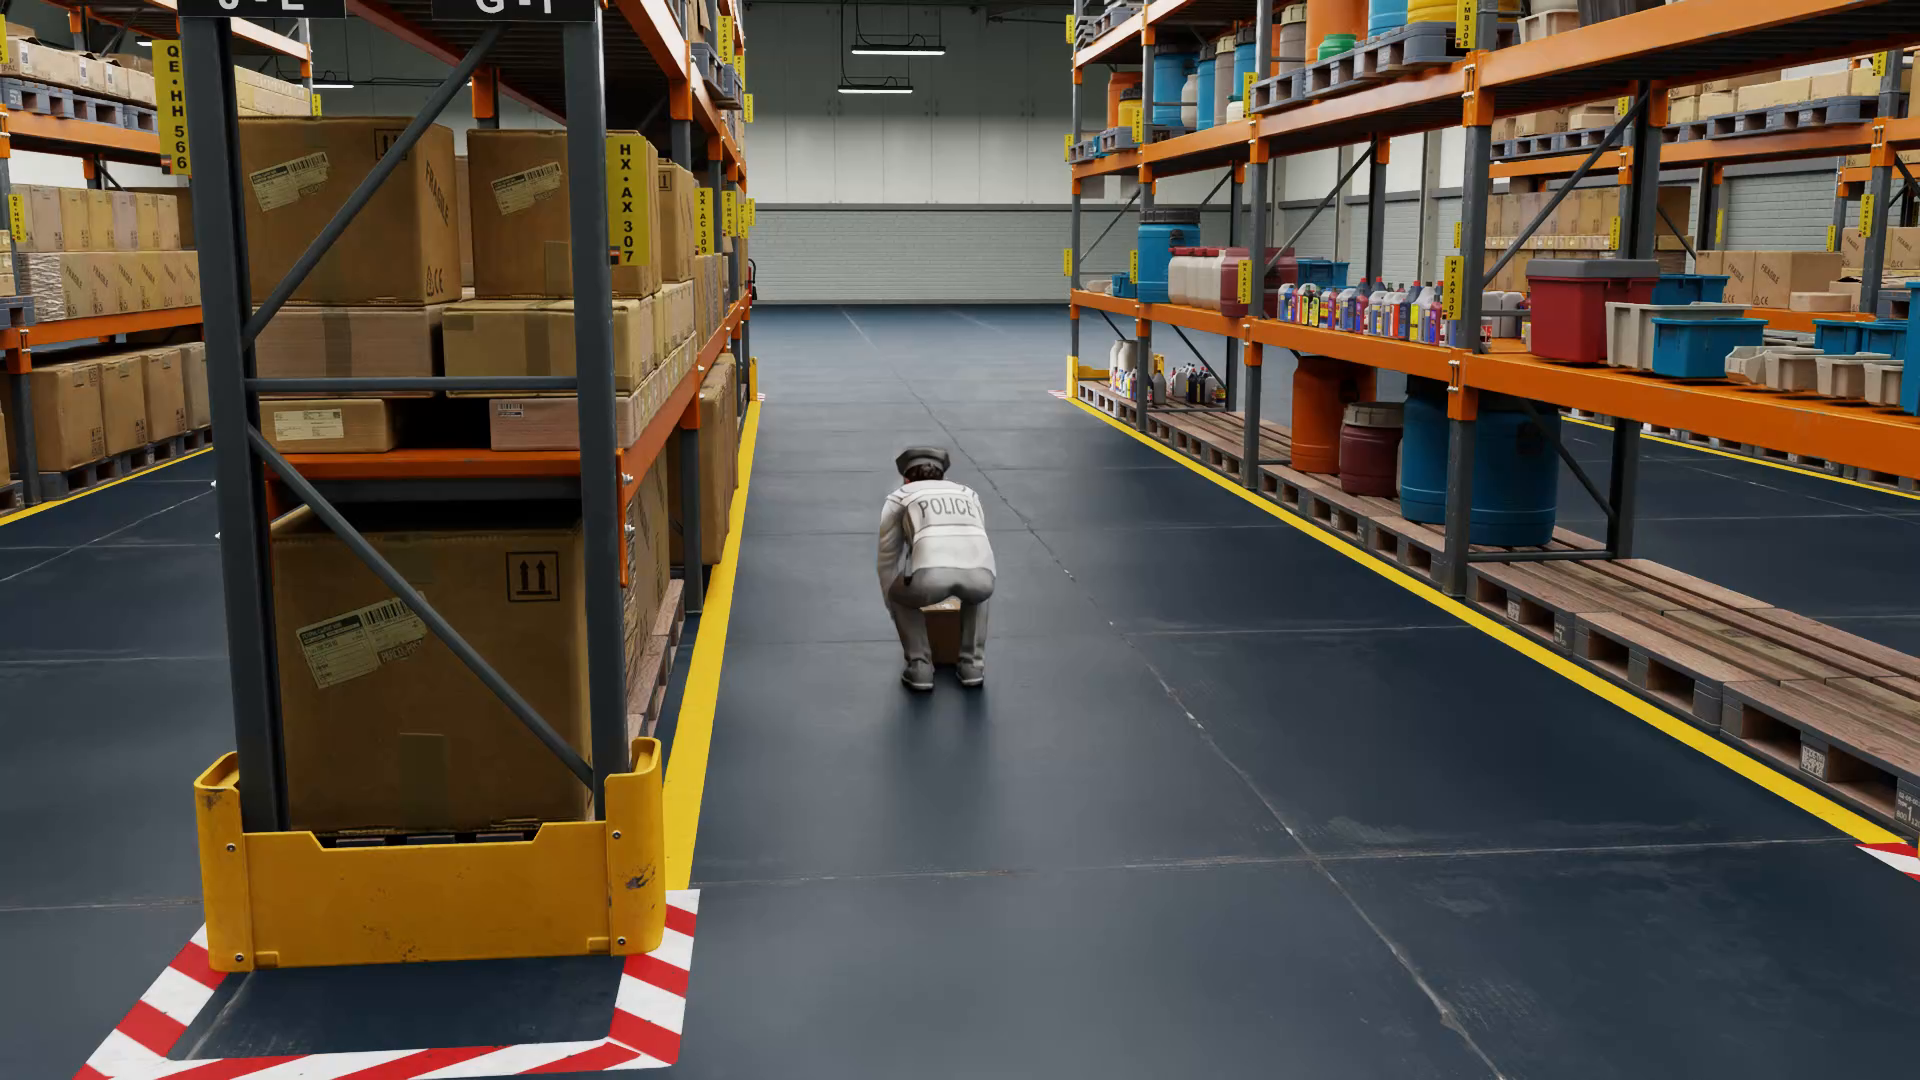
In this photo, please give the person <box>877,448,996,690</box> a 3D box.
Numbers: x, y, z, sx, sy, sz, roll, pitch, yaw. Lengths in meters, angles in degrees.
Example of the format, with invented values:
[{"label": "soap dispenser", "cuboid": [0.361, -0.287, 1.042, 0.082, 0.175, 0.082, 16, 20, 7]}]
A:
[{"label": "person", "cuboid": [-0.107, 0.119, 7.191, 0.489, 0.984, 0.845, -1, 10, -6]}]
